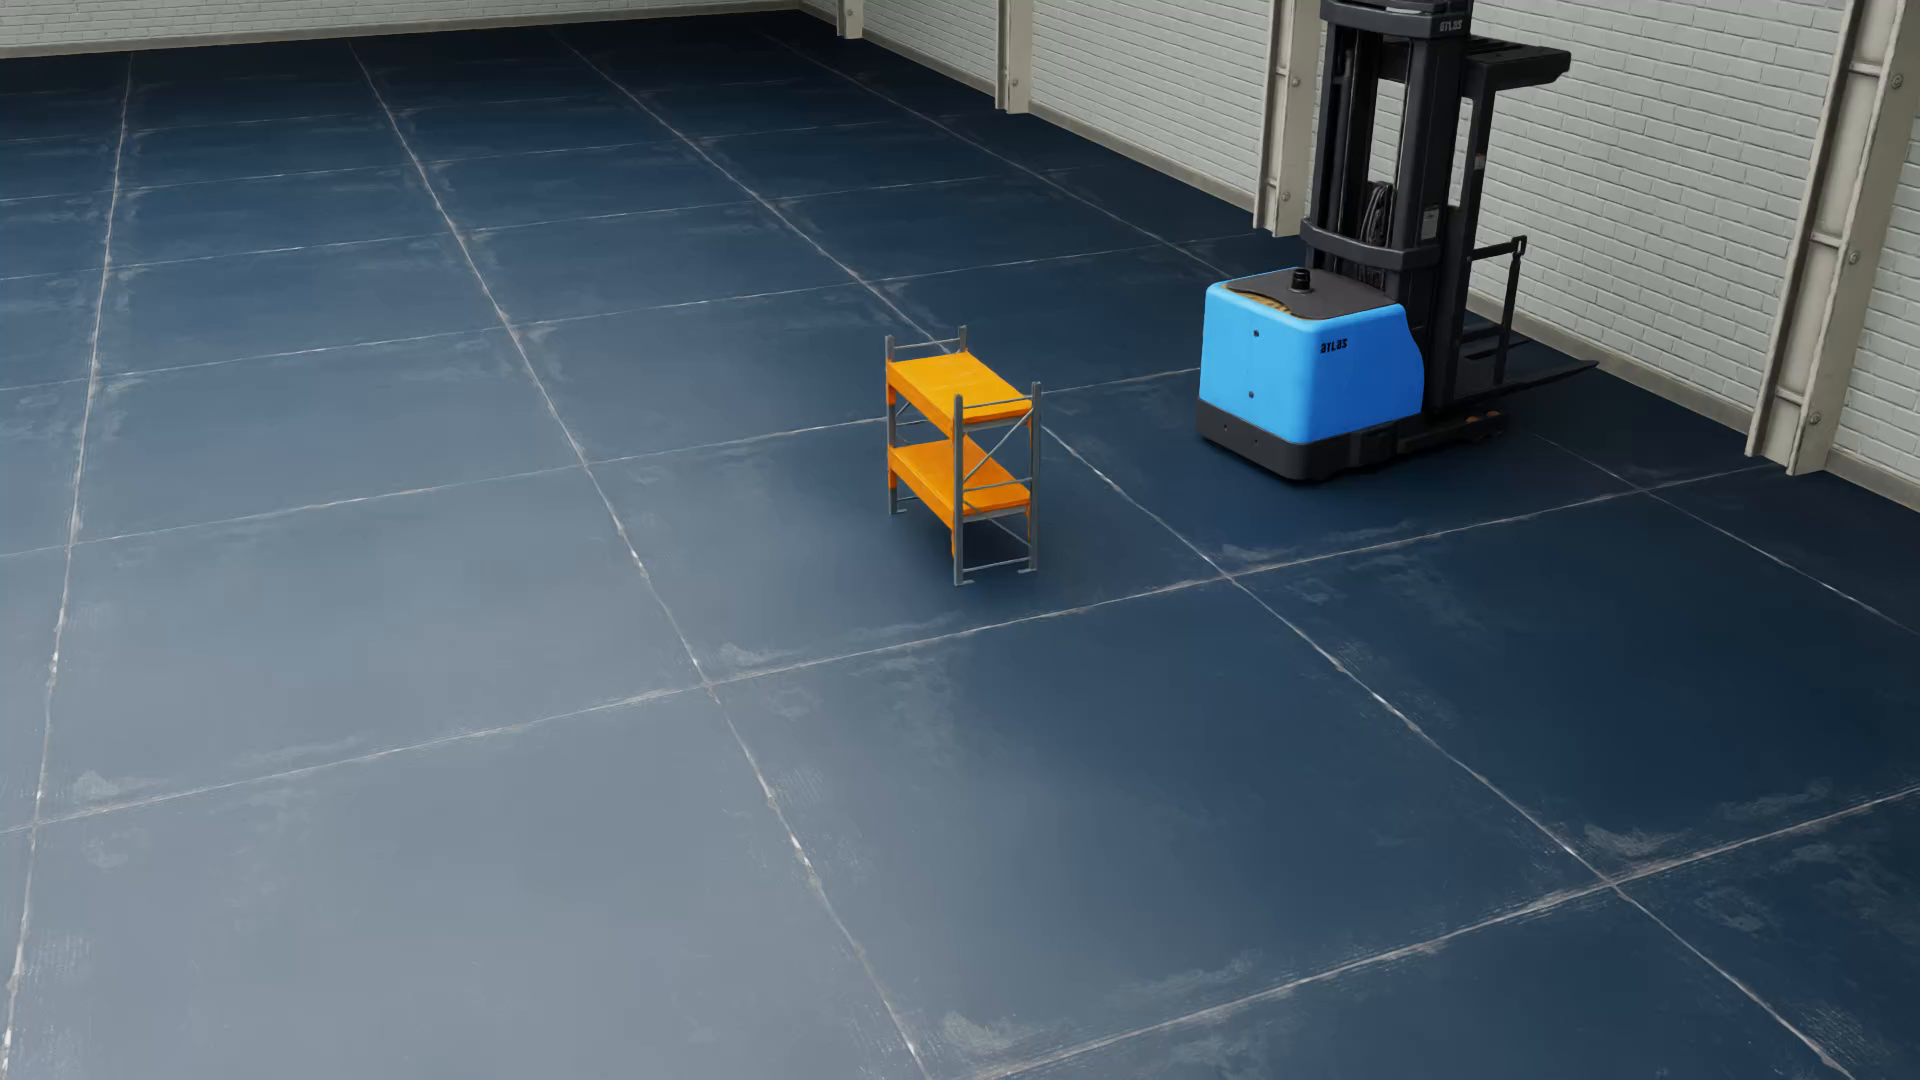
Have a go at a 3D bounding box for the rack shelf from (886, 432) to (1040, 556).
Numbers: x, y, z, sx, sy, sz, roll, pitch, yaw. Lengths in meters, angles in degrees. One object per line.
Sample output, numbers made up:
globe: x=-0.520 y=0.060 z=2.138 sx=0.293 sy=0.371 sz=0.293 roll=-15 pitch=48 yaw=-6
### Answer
rack shelf: x=0.003 y=-0.283 z=9.605 sx=0.538 sy=0.278 sz=1.000 roll=-11 pitch=28 yaw=-21

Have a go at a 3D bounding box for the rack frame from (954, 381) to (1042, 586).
rack frame: x=0.202 y=-0.298 z=9.077 sx=0.500 sy=1.125 sz=0.032 roll=-11 pitch=28 yaw=-21

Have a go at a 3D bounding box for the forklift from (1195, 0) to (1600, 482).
forklift: x=3.089 y=-2.154 z=10.821 sx=3.031 sy=2.935 sz=1.130 roll=-15 pitch=30 yaw=-28

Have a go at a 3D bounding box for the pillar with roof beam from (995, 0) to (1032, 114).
pillar with roof beam: x=-3.302 y=-8.660 z=17.231 sx=9.100 sy=9.000 sz=0.400 roll=-11 pitch=28 yaw=-21

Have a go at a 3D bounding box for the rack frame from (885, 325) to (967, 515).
rack frame: x=-0.196 y=-0.708 z=9.918 sx=0.500 sy=1.125 sz=0.032 roll=-11 pitch=28 yaw=-21

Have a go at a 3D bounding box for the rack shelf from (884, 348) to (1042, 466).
rack shelf: x=0.003 y=-0.766 z=9.369 sx=0.538 sy=0.278 sz=1.000 roll=-11 pitch=28 yaw=-21

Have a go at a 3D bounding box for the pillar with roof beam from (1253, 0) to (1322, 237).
pillar with roof beam: x=-0.952 y=-6.238 z=12.270 sx=9.100 sy=9.000 sz=0.400 roll=-11 pitch=28 yaw=-21

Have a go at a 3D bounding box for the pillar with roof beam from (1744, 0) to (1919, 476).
pillar with roof beam: x=1.398 y=-3.816 z=7.309 sx=9.100 sy=9.000 sz=0.400 roll=-11 pitch=28 yaw=-21

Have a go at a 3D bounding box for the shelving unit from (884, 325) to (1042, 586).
shelving unit: x=0.003 y=-0.503 z=9.498 sx=0.538 sy=1.125 sz=1.048 roll=-11 pitch=28 yaw=-21

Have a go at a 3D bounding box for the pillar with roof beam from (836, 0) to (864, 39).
pillar with roof beam: x=-5.651 y=-11.083 z=22.192 sx=9.100 sy=9.000 sz=0.400 roll=-11 pitch=28 yaw=-21
